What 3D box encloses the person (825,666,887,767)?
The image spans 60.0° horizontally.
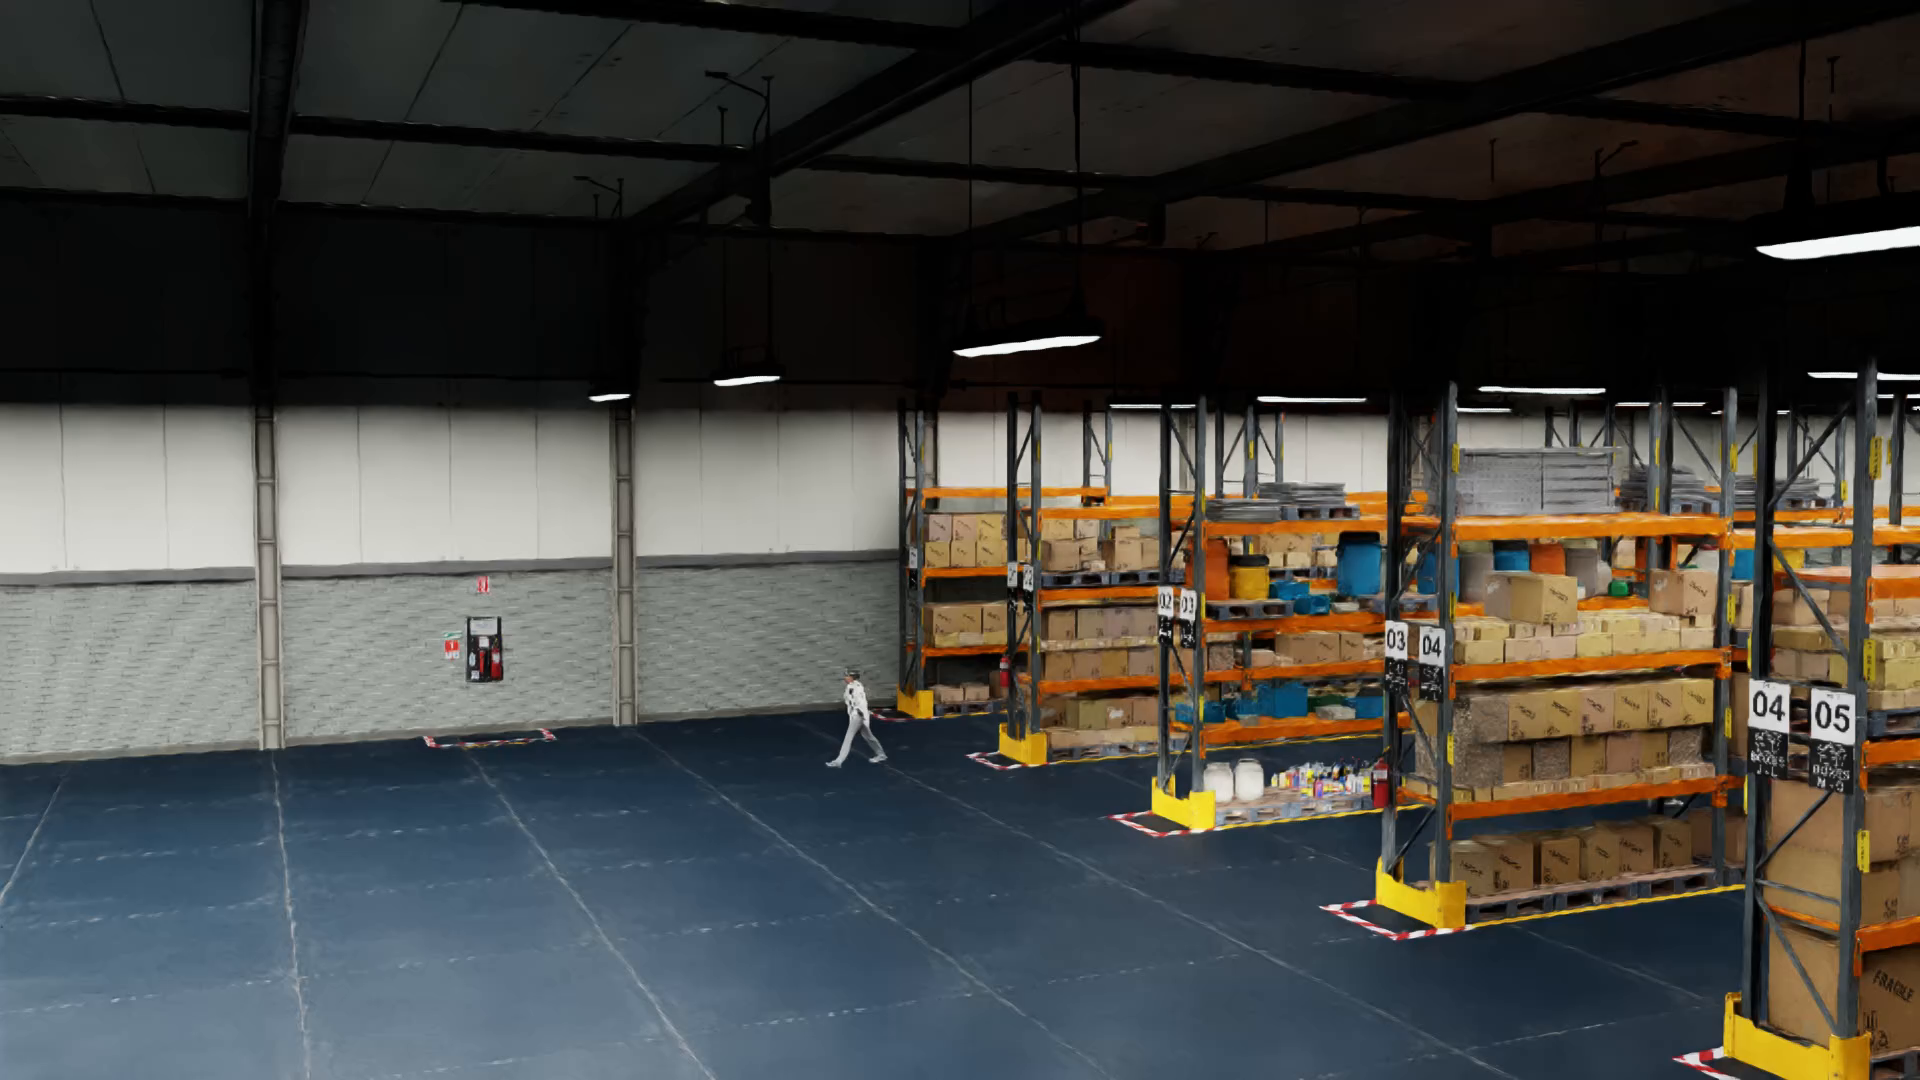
[{"bbox_3d":[-1.676,2.797,26.538,1.086,1.587,0.482,-1,4,-21],"label":"person"}]

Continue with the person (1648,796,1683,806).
[{"bbox_3d":[9.954,2.964,23.461,0.407,1.580,0.504,3,4,40],"label":"person"}]
